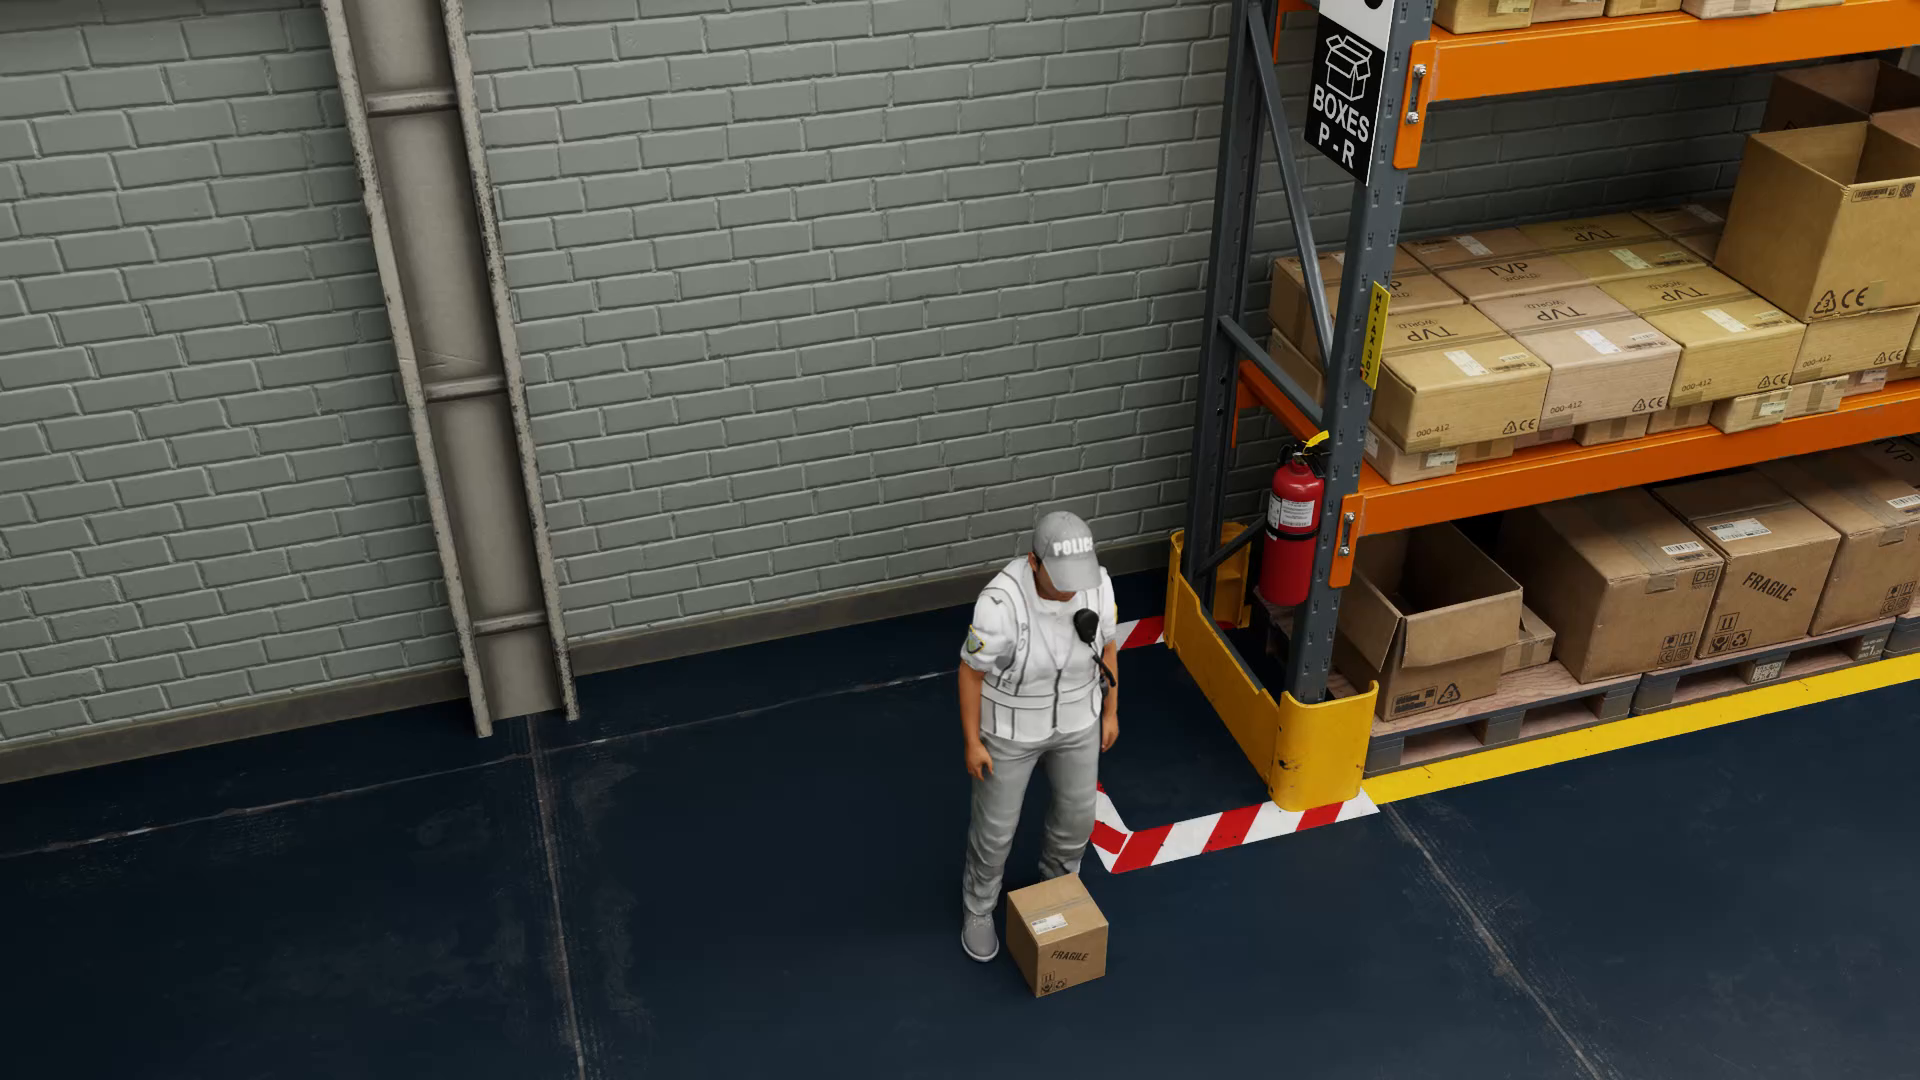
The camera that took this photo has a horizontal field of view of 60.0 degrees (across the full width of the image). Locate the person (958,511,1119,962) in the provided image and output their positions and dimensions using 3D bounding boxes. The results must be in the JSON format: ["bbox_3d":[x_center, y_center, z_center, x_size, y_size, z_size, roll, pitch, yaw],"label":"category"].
[{"bbox_3d":[0.248,0.599,5.252,0.553,1.666,0.471,-11,36,-16],"label":"person"}]
